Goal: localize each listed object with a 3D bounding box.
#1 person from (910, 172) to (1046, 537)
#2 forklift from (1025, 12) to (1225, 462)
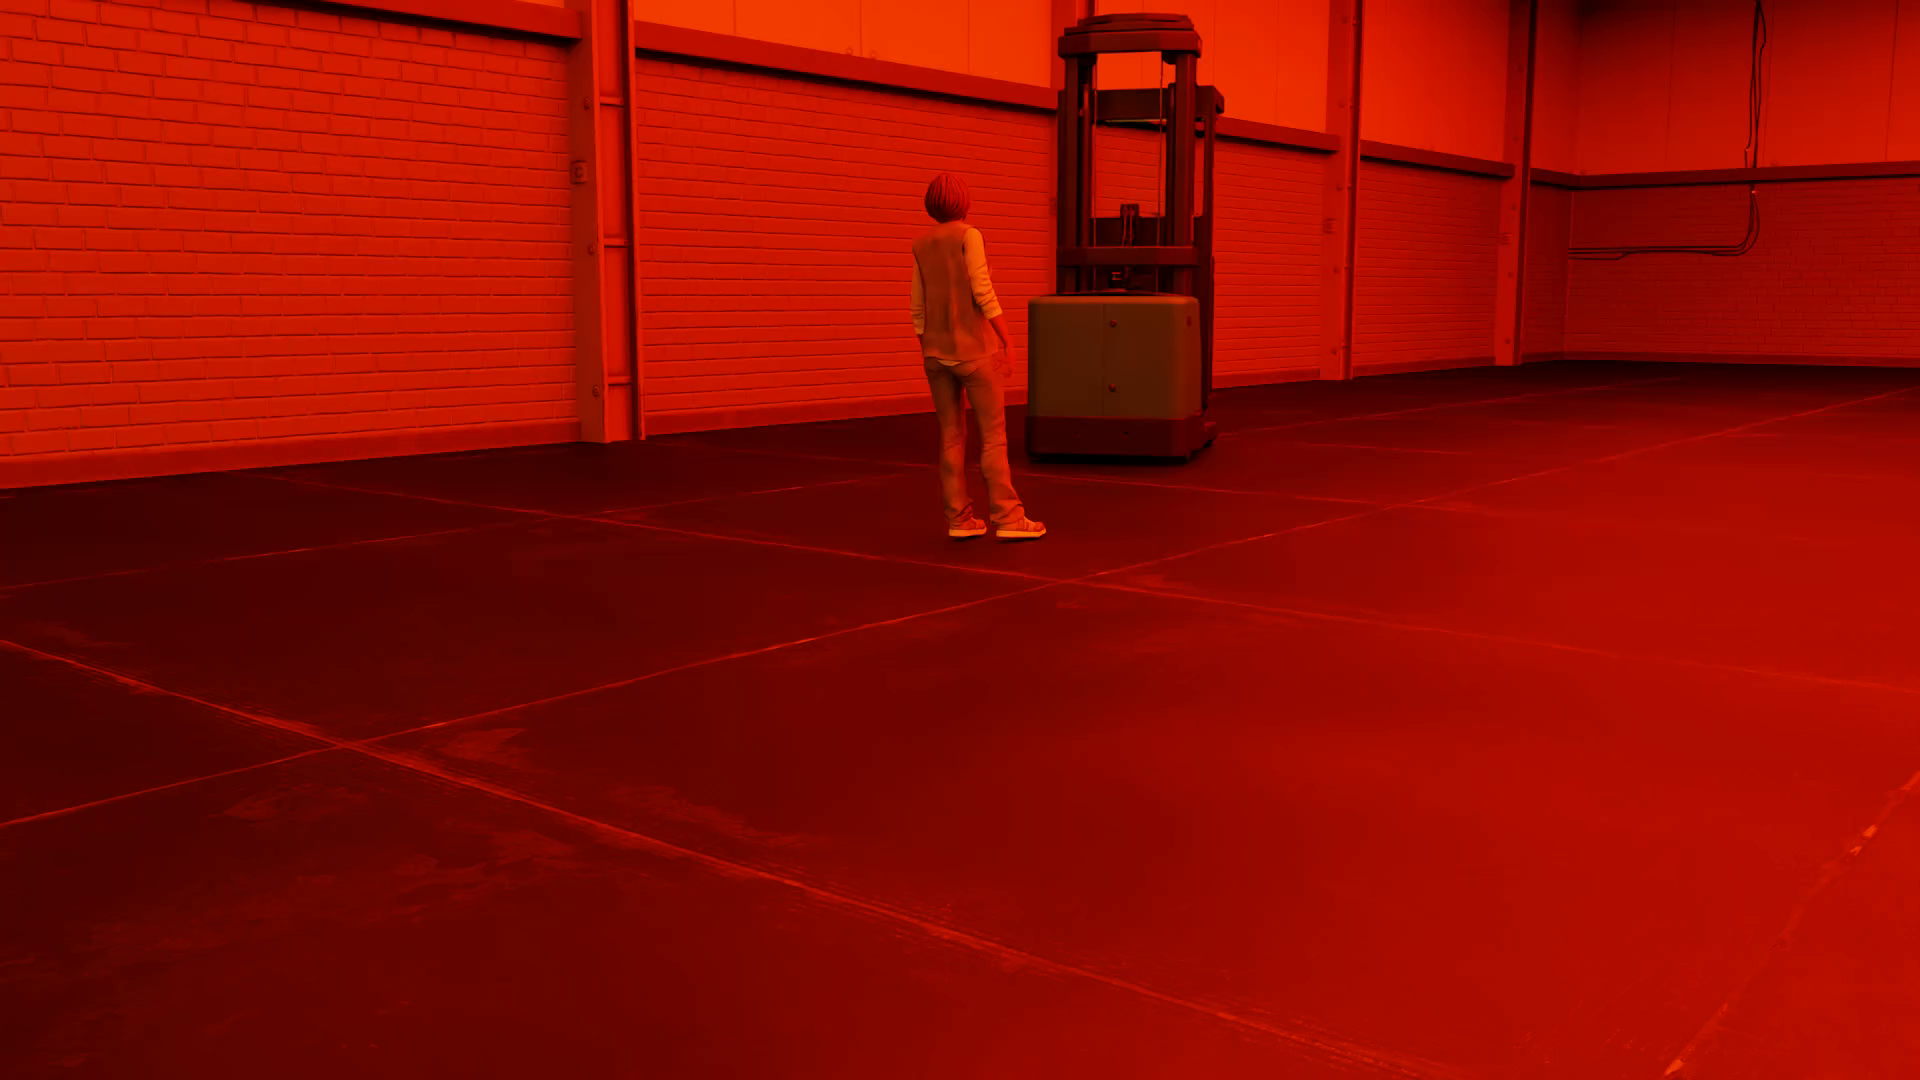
[{"bbox_3d":[0.057,-0.804,7.336,0.520,1.597,0.475,7,11,38],"label":"person"},{"bbox_3d":[1.280,-2.135,11.871,1.130,2.935,3.031,2,9,14],"label":"forklift"}]
